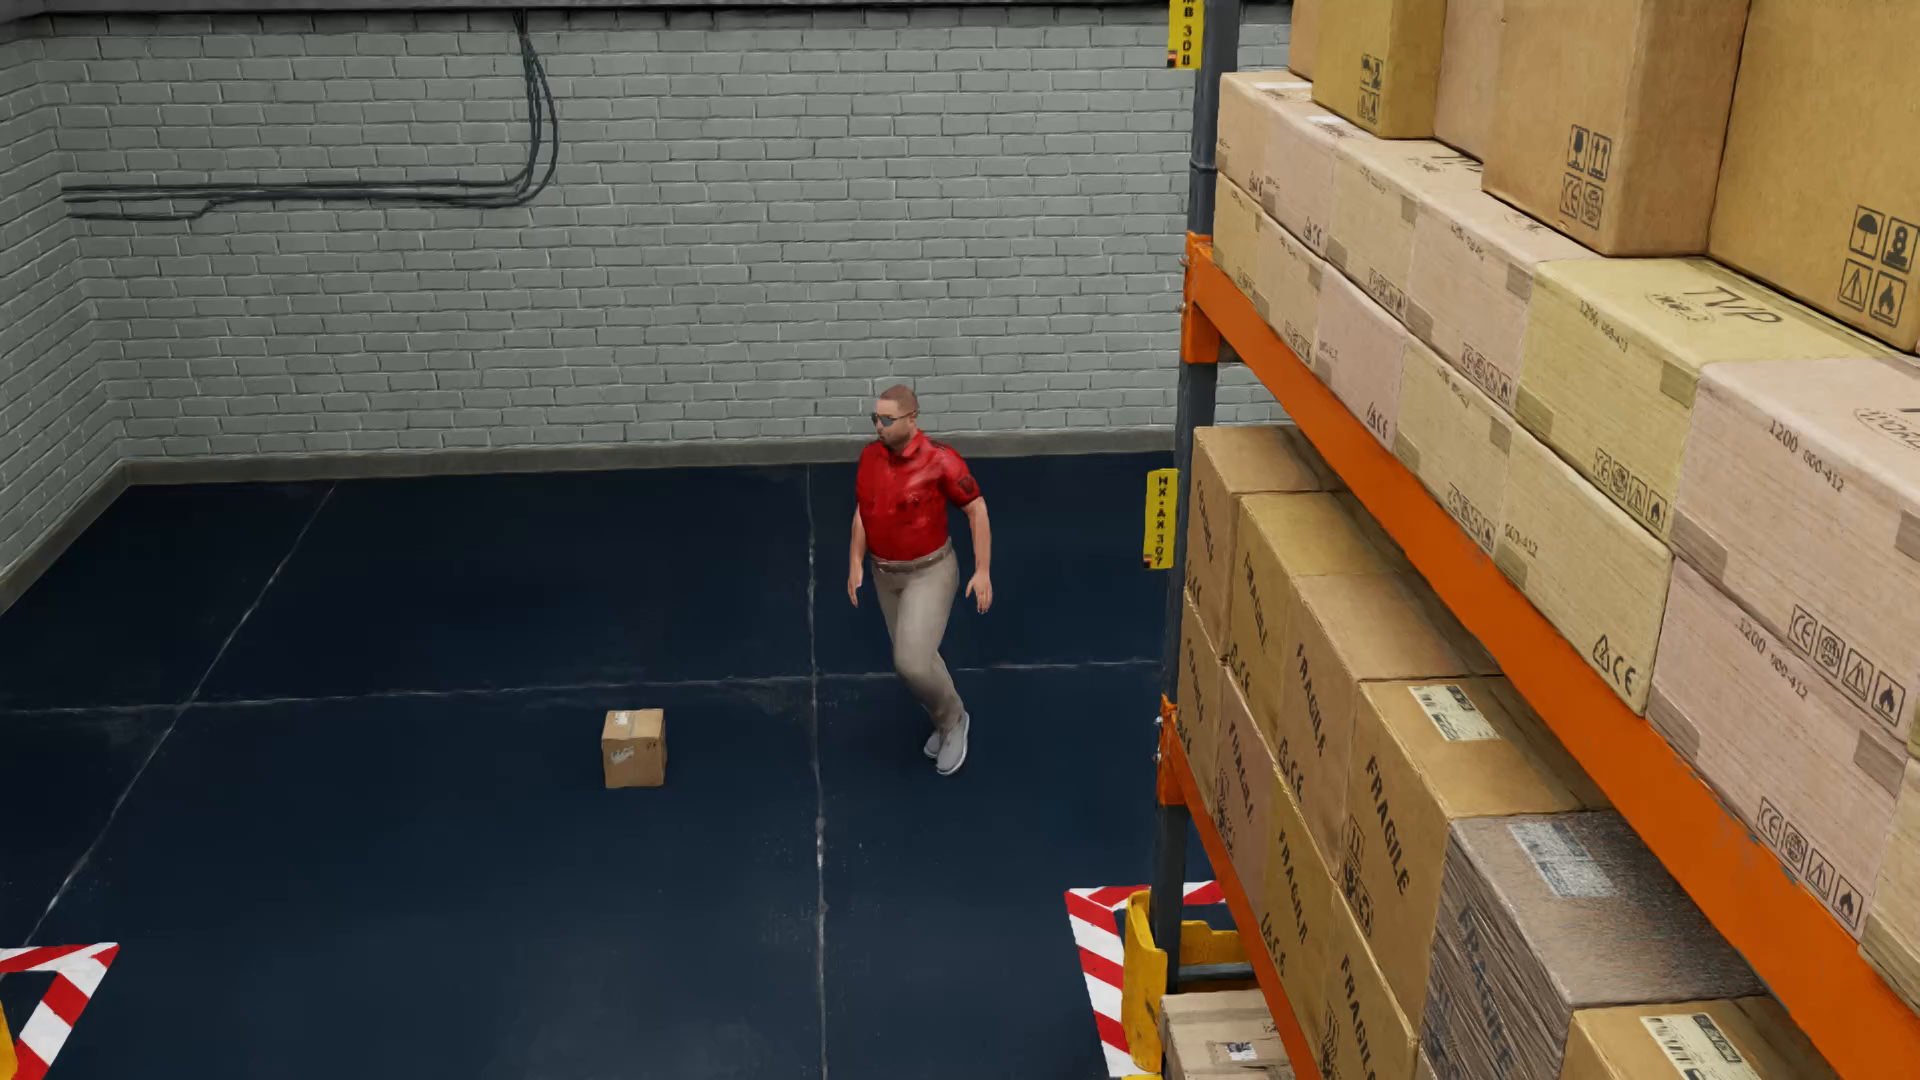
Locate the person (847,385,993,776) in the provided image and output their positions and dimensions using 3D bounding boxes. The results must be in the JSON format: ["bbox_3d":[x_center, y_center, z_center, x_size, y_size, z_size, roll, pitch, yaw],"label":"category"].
[{"bbox_3d":[-0.206,0.175,7.241,0.703,1.693,0.520,16,28,32],"label":"person"}]
